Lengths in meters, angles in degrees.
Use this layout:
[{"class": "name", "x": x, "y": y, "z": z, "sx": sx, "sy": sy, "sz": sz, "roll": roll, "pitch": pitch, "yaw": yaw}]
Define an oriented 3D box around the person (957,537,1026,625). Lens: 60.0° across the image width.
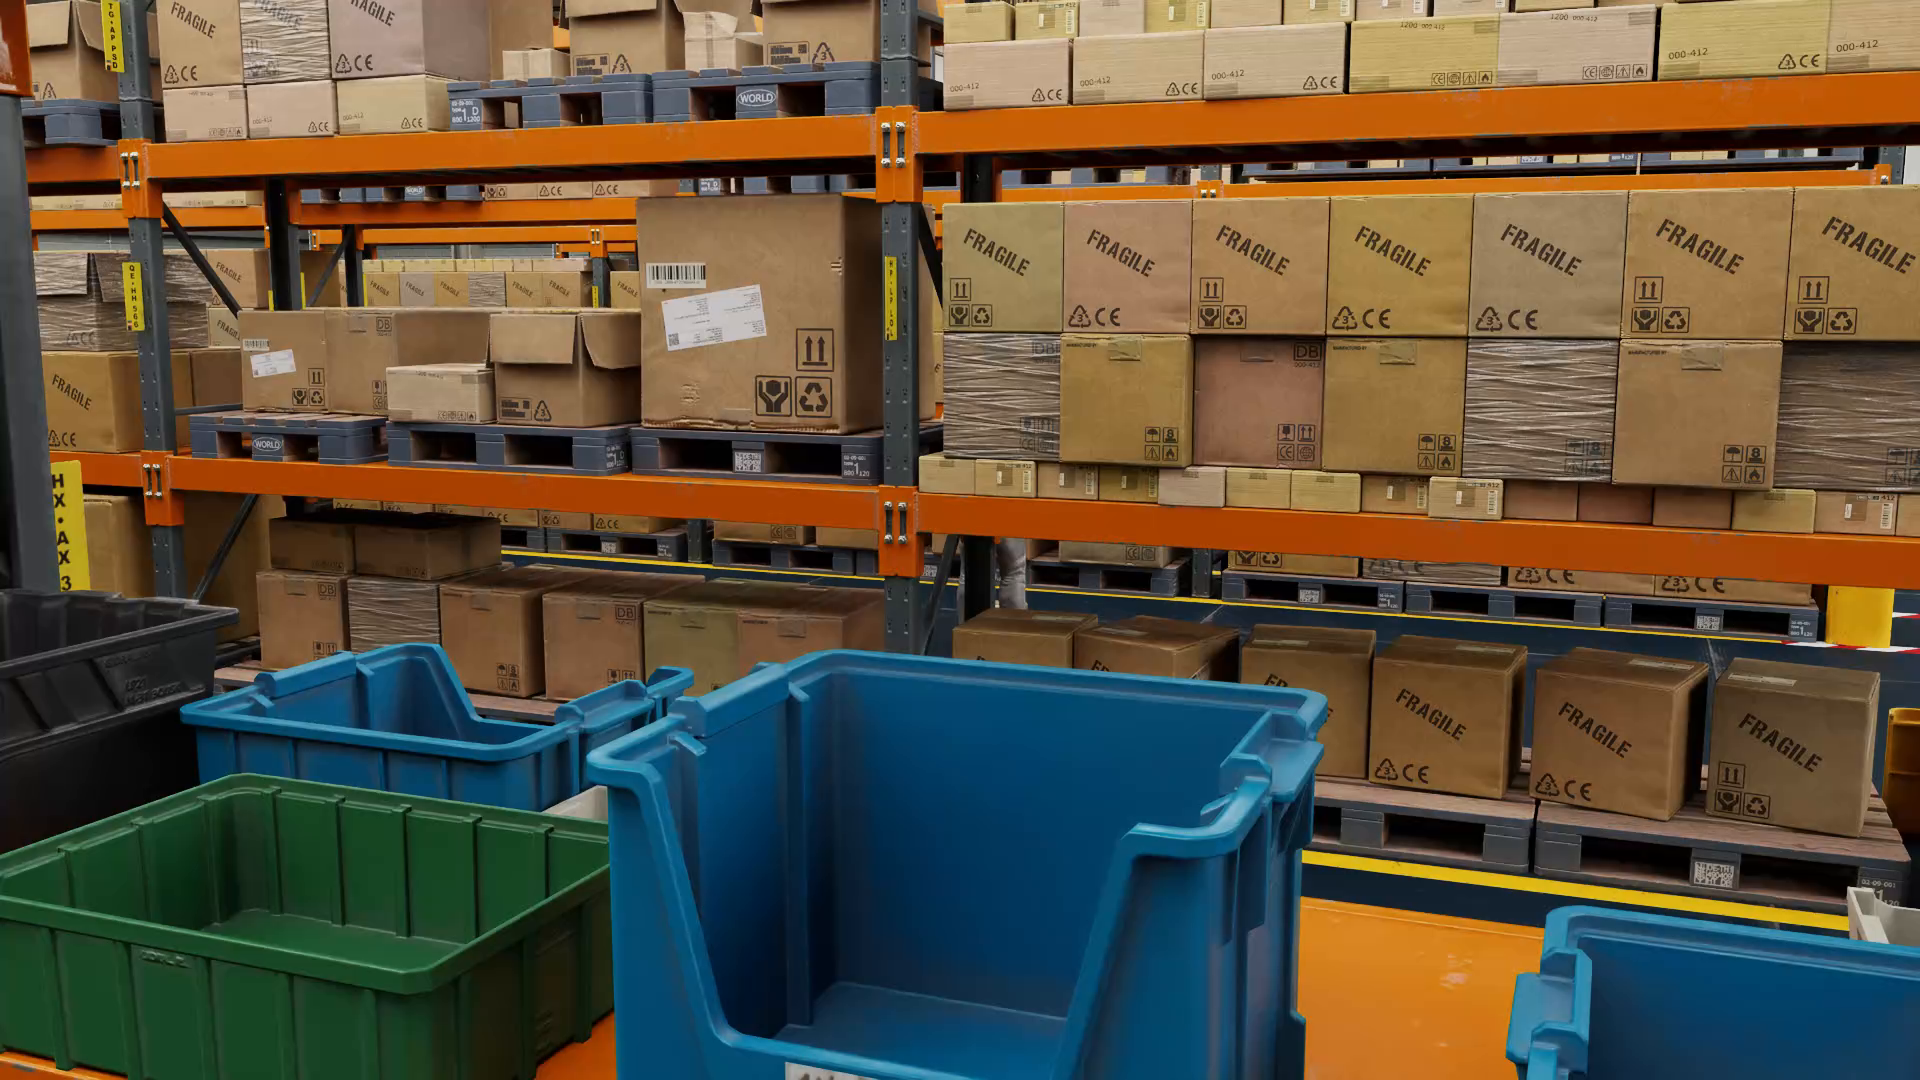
[{"class": "person", "x": 0.179, "y": -0.201, "z": 9.611, "sx": 0.628, "sy": 1.761, "sz": 0.456, "roll": 3, "pitch": 9, "yaw": 21}]
